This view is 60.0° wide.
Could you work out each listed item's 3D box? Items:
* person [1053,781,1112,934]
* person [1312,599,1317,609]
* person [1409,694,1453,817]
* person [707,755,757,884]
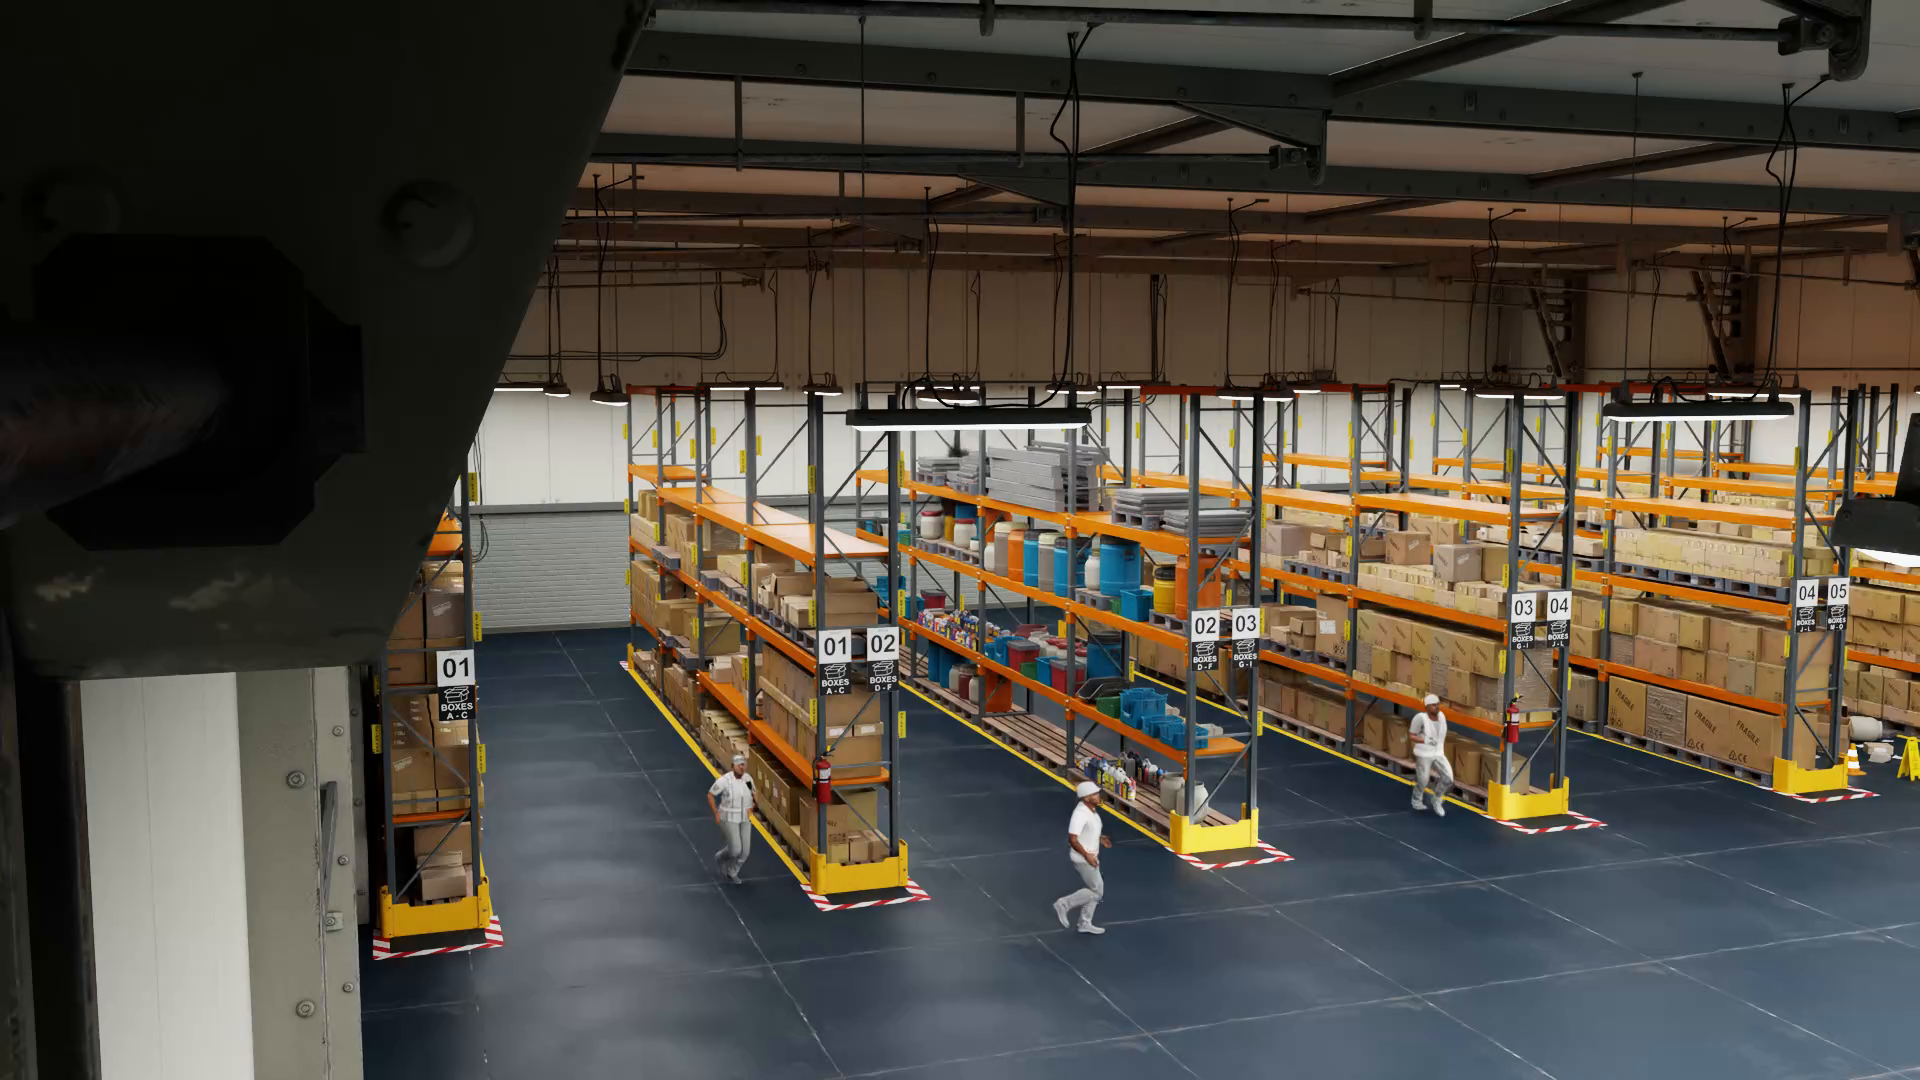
[{"bbox_3d":[1.383,3.553,18.673,0.632,1.735,0.691,1,6,9],"label":"person"},{"bbox_3d":[8.799,1.267,40.761,0.563,1.708,0.734,5,8,42],"label":"person"},{"bbox_3d":[6.636,3.032,23.436,0.688,1.747,0.740,-2,6,-16],"label":"person"},{"bbox_3d":[-2.743,3.429,20.398,0.600,1.607,0.529,-4,7,-37],"label":"person"}]
